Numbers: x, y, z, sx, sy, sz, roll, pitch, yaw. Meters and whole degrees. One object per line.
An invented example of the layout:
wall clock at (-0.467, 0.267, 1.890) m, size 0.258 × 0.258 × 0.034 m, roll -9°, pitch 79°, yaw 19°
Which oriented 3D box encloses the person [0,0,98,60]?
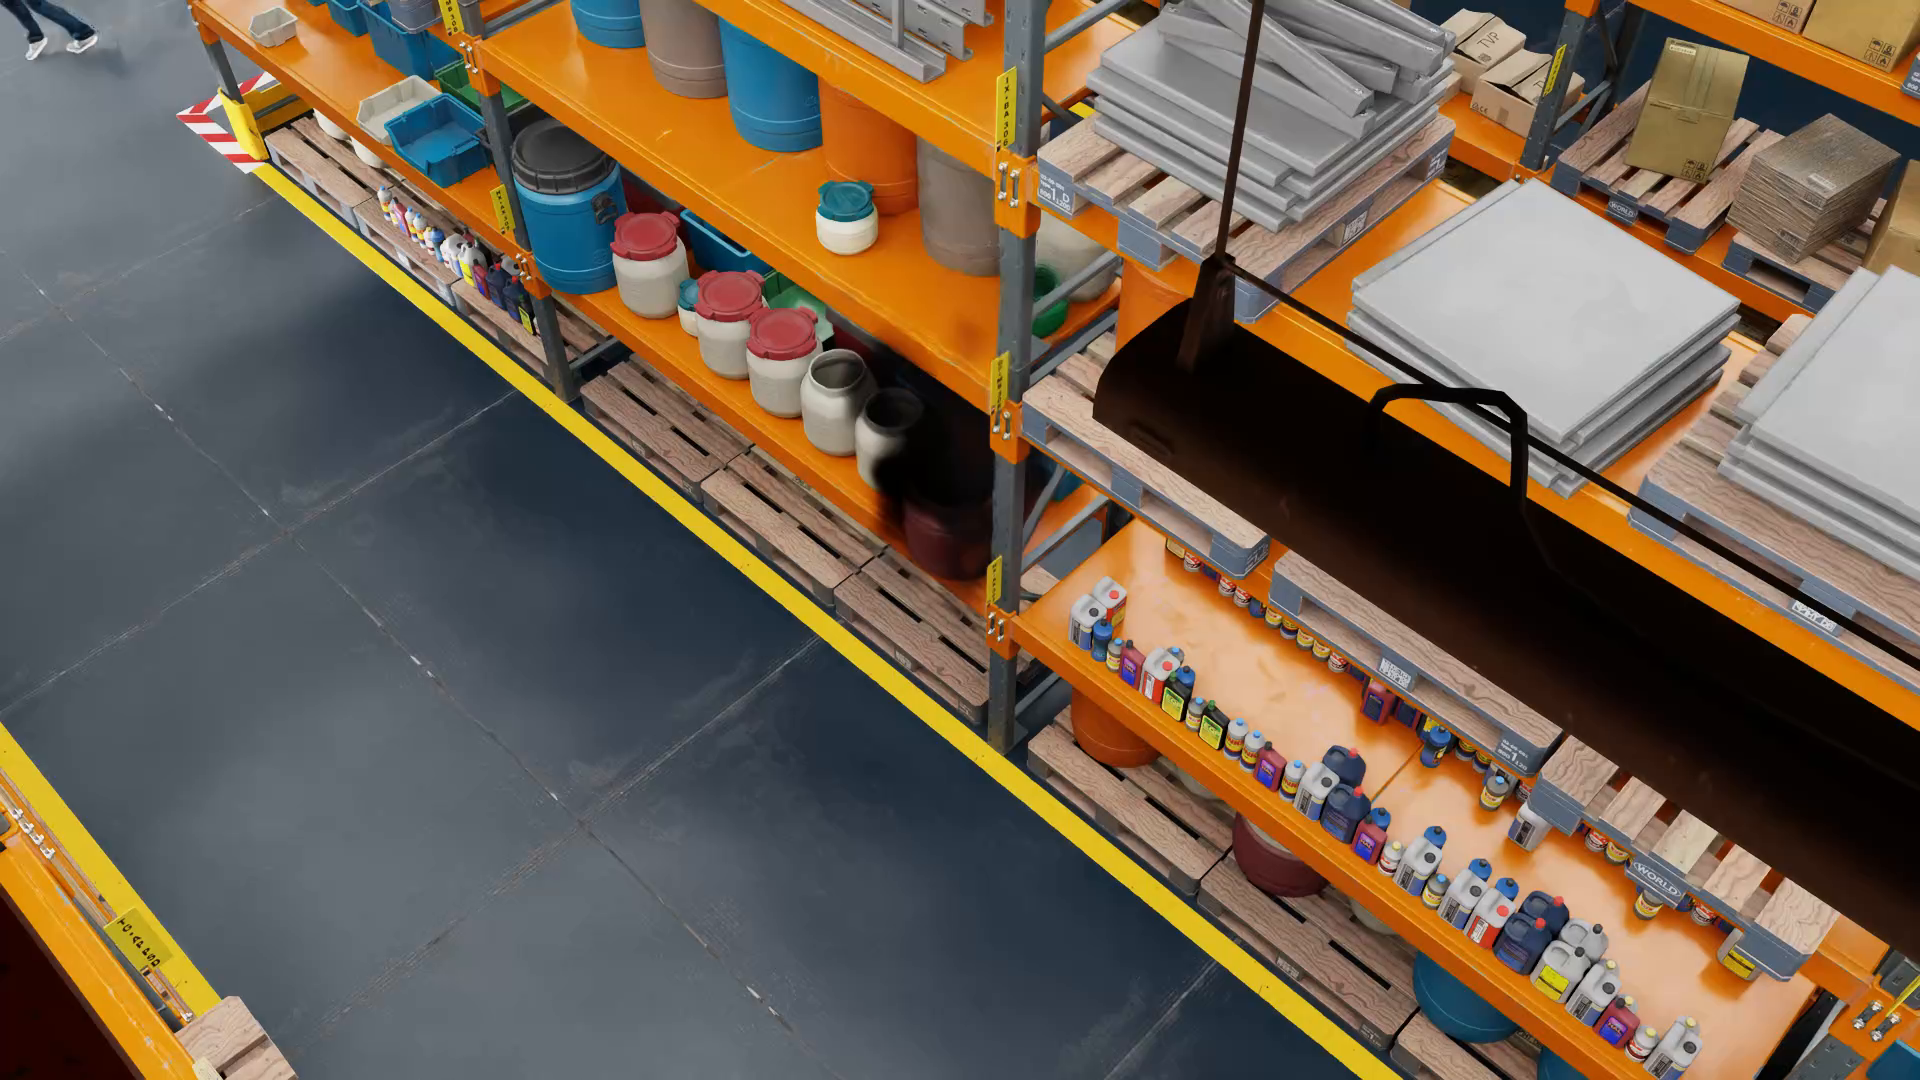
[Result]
person at (-7.424, -4.484, 13.111) m, size 0.704 × 1.646 × 0.516 m, roll -9°, pitch 51°, yaw -7°
